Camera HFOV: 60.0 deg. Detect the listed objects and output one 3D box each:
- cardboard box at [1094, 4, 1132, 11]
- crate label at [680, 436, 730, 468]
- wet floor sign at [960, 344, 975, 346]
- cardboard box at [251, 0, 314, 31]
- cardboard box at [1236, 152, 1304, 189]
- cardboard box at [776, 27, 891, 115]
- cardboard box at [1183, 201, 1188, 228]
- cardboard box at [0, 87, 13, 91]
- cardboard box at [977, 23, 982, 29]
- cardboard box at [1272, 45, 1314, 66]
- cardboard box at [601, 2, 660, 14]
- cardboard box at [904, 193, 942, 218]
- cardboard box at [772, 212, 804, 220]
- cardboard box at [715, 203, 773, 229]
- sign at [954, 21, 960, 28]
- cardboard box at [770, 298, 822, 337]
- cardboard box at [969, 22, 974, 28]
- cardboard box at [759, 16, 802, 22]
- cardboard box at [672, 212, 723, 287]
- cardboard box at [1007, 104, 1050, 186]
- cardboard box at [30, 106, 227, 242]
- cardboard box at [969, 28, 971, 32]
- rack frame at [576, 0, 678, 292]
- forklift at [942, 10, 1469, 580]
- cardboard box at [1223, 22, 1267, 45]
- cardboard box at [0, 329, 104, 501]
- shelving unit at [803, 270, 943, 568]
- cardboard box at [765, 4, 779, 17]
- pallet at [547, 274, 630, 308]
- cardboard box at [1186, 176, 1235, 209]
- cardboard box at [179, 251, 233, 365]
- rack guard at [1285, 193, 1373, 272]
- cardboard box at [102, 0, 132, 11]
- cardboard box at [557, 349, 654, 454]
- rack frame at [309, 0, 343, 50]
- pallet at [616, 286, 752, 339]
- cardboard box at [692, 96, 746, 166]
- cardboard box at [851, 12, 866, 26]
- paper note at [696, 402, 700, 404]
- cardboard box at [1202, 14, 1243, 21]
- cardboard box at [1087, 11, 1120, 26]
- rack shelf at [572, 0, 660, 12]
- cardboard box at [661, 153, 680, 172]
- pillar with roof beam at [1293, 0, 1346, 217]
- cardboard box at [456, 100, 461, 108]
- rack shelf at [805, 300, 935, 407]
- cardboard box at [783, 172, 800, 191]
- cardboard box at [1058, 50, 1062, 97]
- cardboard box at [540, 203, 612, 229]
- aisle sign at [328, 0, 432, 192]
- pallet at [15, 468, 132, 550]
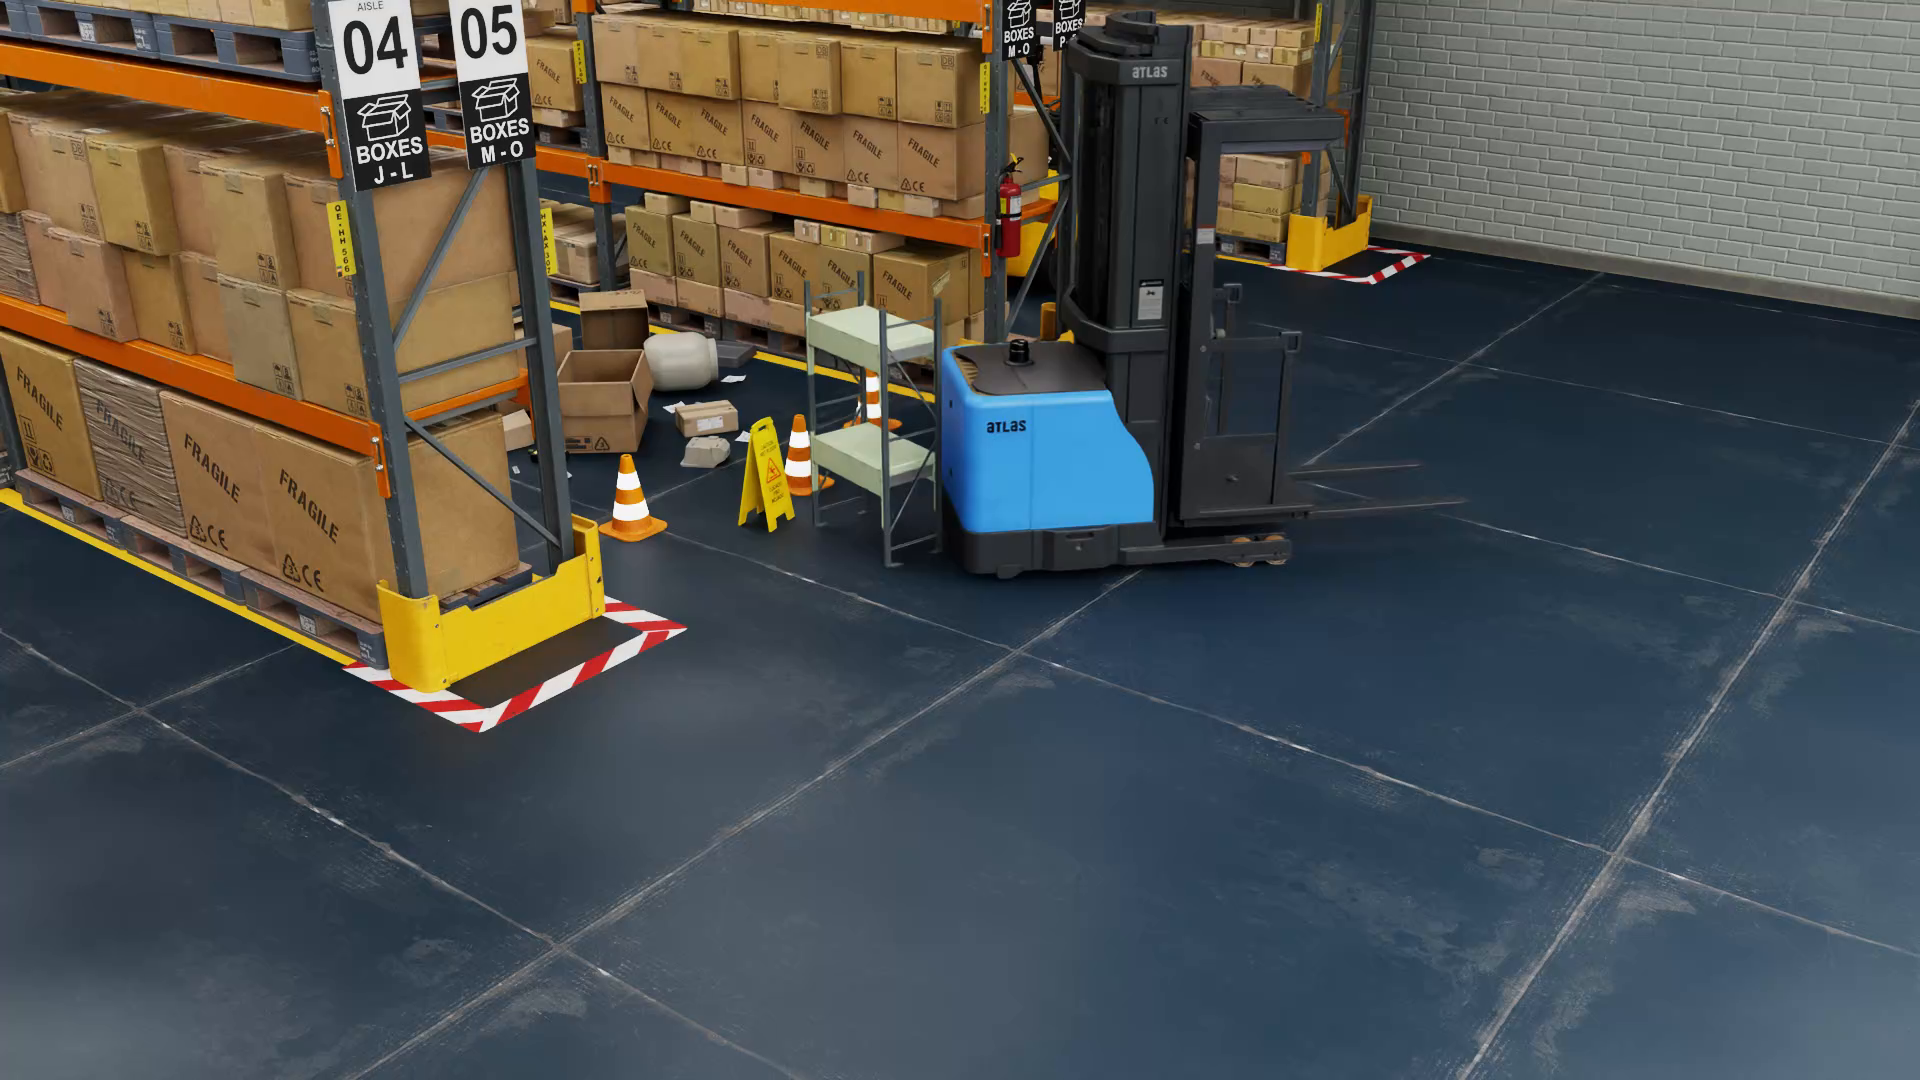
[{"bbox_3d":[1.552,-5.302,16.765,0.250,0.149,0.380,16,29,32],"label":"cardboard box"},{"bbox_3d":[-1.664,-0.584,10.905,0.298,0.136,0.250,3,24,6],"label":"crate label"},{"bbox_3d":[0.024,-1.008,11.237,0.267,0.644,0.232,-15,28,-30],"label":"wet floor sign"},{"bbox_3d":[-2.844,-2.321,7.245,0.250,0.149,0.380,17,29,33],"label":"cardboard box"},{"bbox_3d":[2.932,-3.481,15.579,0.500,0.250,0.500,18,29,35],"label":"cardboard box"},{"bbox_3d":[-0.897,-3.384,11.976,0.500,0.500,0.700,16,29,33],"label":"cardboard box"},{"bbox_3d":[2.135,-3.271,16.344,0.500,0.250,0.500,17,29,34],"label":"cardboard box"},{"bbox_3d":[-6.389,-2.567,10.492,0.500,0.500,0.700,16,29,32],"label":"cardboard box"},{"bbox_3d":[0.384,-5.226,16.963,0.250,0.149,0.380,16,29,32],"label":"cardboard box"},{"bbox_3d":[3.042,-4.415,15.121,0.250,0.149,0.380,17,29,34],"label":"cardboard box"},{"bbox_3d":[-3.953,-6.287,19.965,0.500,0.250,0.500,15,28,31],"label":"cardboard box"},{"bbox_3d":[-0.184,-2.408,11.807,0.250,0.149,0.380,16,29,33],"label":"cardboard box"},{"bbox_3d":[-1.236,-2.419,13.478,0.500,0.500,0.500,19,30,36],"label":"cardboard box"},{"bbox_3d":[-1.684,-2.550,12.972,0.250,0.149,0.380,19,30,36],"label":"cardboard box"},{"bbox_3d":[-0.031,-5.362,16.862,0.005,0.325,0.100,17,29,33],"label":"sign"},{"bbox_3d":[-1.127,-1.771,12.939,0.500,0.250,0.500,16,28,31],"label":"cardboard box"},{"bbox_3d":[0.134,-5.543,17.681,0.250,0.149,0.380,16,28,32],"label":"cardboard box"},{"bbox_3d":[-1.898,-5.733,18.608,0.500,0.250,0.500,16,28,32],"label":"cardboard box"},{"bbox_3d":[-1.942,-2.365,13.357,0.500,0.500,0.500,18,30,35],"label":"cardboard box"},{"bbox_3d":[0.301,-2.862,12.033,0.500,0.500,0.500,16,29,33],"label":"cardboard box"},{"bbox_3d":[-4.441,-2.014,9.075,0.550,0.550,0.875,17,29,33],"label":"cardboard box"},{"bbox_3d":[0.034,-5.411,17.877,0.500,0.250,0.500,16,29,32],"label":"cardboard box"},{"bbox_3d":[-2.688,-3.443,13.845,0.127,3.000,1.000,17,29,33],"label":"rack frame"},{"bbox_3d":[1.427,-1.392,9.275,3.031,2.935,1.130,-4,24,-9],"label":"forklift"},{"bbox_3d":[2.633,-4.680,15.354,0.250,0.149,0.380,18,29,34],"label":"cardboard box"},{"bbox_3d":[-5.114,-0.867,10.112,0.875,0.875,0.875,17,29,34],"label":"cardboard box"},{"bbox_3d":[-0.490,-0.696,9.469,0.431,1.500,0.755,-17,29,-34],"label":"shelving unit"},{"bbox_3d":[-1.965,-5.955,18.618,0.250,0.149,0.380,17,29,34],"label":"cardboard box"},{"bbox_3d":[-3.311,-2.355,14.833,1.213,0.211,1.003,17,29,33],"label":"pallet"},{"bbox_3d":[2.515,-3.383,15.977,0.500,0.250,0.500,16,29,33],"label":"cardboard box"},{"bbox_3d":[-3.525,-1.300,8.795,0.550,0.550,0.875,17,29,33],"label":"cardboard box"},{"bbox_3d":[3.506,-2.929,15.777,0.348,0.500,1.175,17,29,33],"label":"rack guard"},{"bbox_3d":[-3.860,-2.629,7.942,0.250,0.149,0.380,17,29,34],"label":"cardboard box"},{"bbox_3d":[-2.411,-0.942,11.263,0.637,0.503,0.797,-1,24,-3],"label":"cardboard box"},{"bbox_3d":[-2.375,-3.600,6.760,0.127,3.000,1.000,17,29,33],"label":"rack frame"},{"bbox_3d":[-2.129,-2.016,14.065,1.213,0.211,1.003,17,29,33],"label":"pallet"},{"bbox_3d":[-1.693,-3.189,12.776,0.500,0.500,0.500,17,29,33],"label":"cardboard box"},{"bbox_3d":[-0.964,-5.636,17.894,0.250,0.149,0.380,16,28,32],"label":"cardboard box"},{"bbox_3d":[-1.855,-0.977,11.955,0.123,0.001,0.032,17,29,33],"label":"paper note"},{"bbox_3d":[2.523,-4.961,15.992,0.250,0.149,0.380,18,29,35],"label":"cardboard box"},{"bbox_3d":[1.442,-5.066,16.230,0.250,0.149,0.380,17,29,33],"label":"cardboard box"},{"bbox_3d":[-4.288,-4.971,14.483,4.000,0.370,1.077,17,29,33],"label":"rack shelf"},{"bbox_3d":[-2.164,-3.050,13.264,0.250,0.149,0.380,17,29,33],"label":"cardboard box"},{"bbox_3d":[0.889,-5.894,11.967,0.400,9.000,9.100,17,29,33],"label":"pillar with roof beam"},{"bbox_3d":[-4.222,-3.904,14.682,0.250,0.149,0.380,16,28,32],"label":"cardboard box"},{"bbox_3d":[-0.490,-1.053,9.311,0.431,0.370,0.720,-17,29,-34],"label":"rack shelf"},{"bbox_3d":[-1.126,-2.759,12.602,0.250,0.149,0.380,17,29,33],"label":"cardboard box"},{"bbox_3d":[1.317,-4.657,16.476,0.500,0.500,0.500,16,29,33],"label":"cardboard box"},{"bbox_3d":[-3.686,-2.732,14.968,0.625,0.372,0.950,19,30,36],"label":"cardboard box"},{"bbox_3d":[-2.498,-1.930,7.187,0.004,0.787,0.394,17,29,33],"label":"aisle sign"},{"bbox_3d":[-5.014,-0.337,10.252,1.213,0.211,1.003,17,29,33],"label":"pallet"}]
